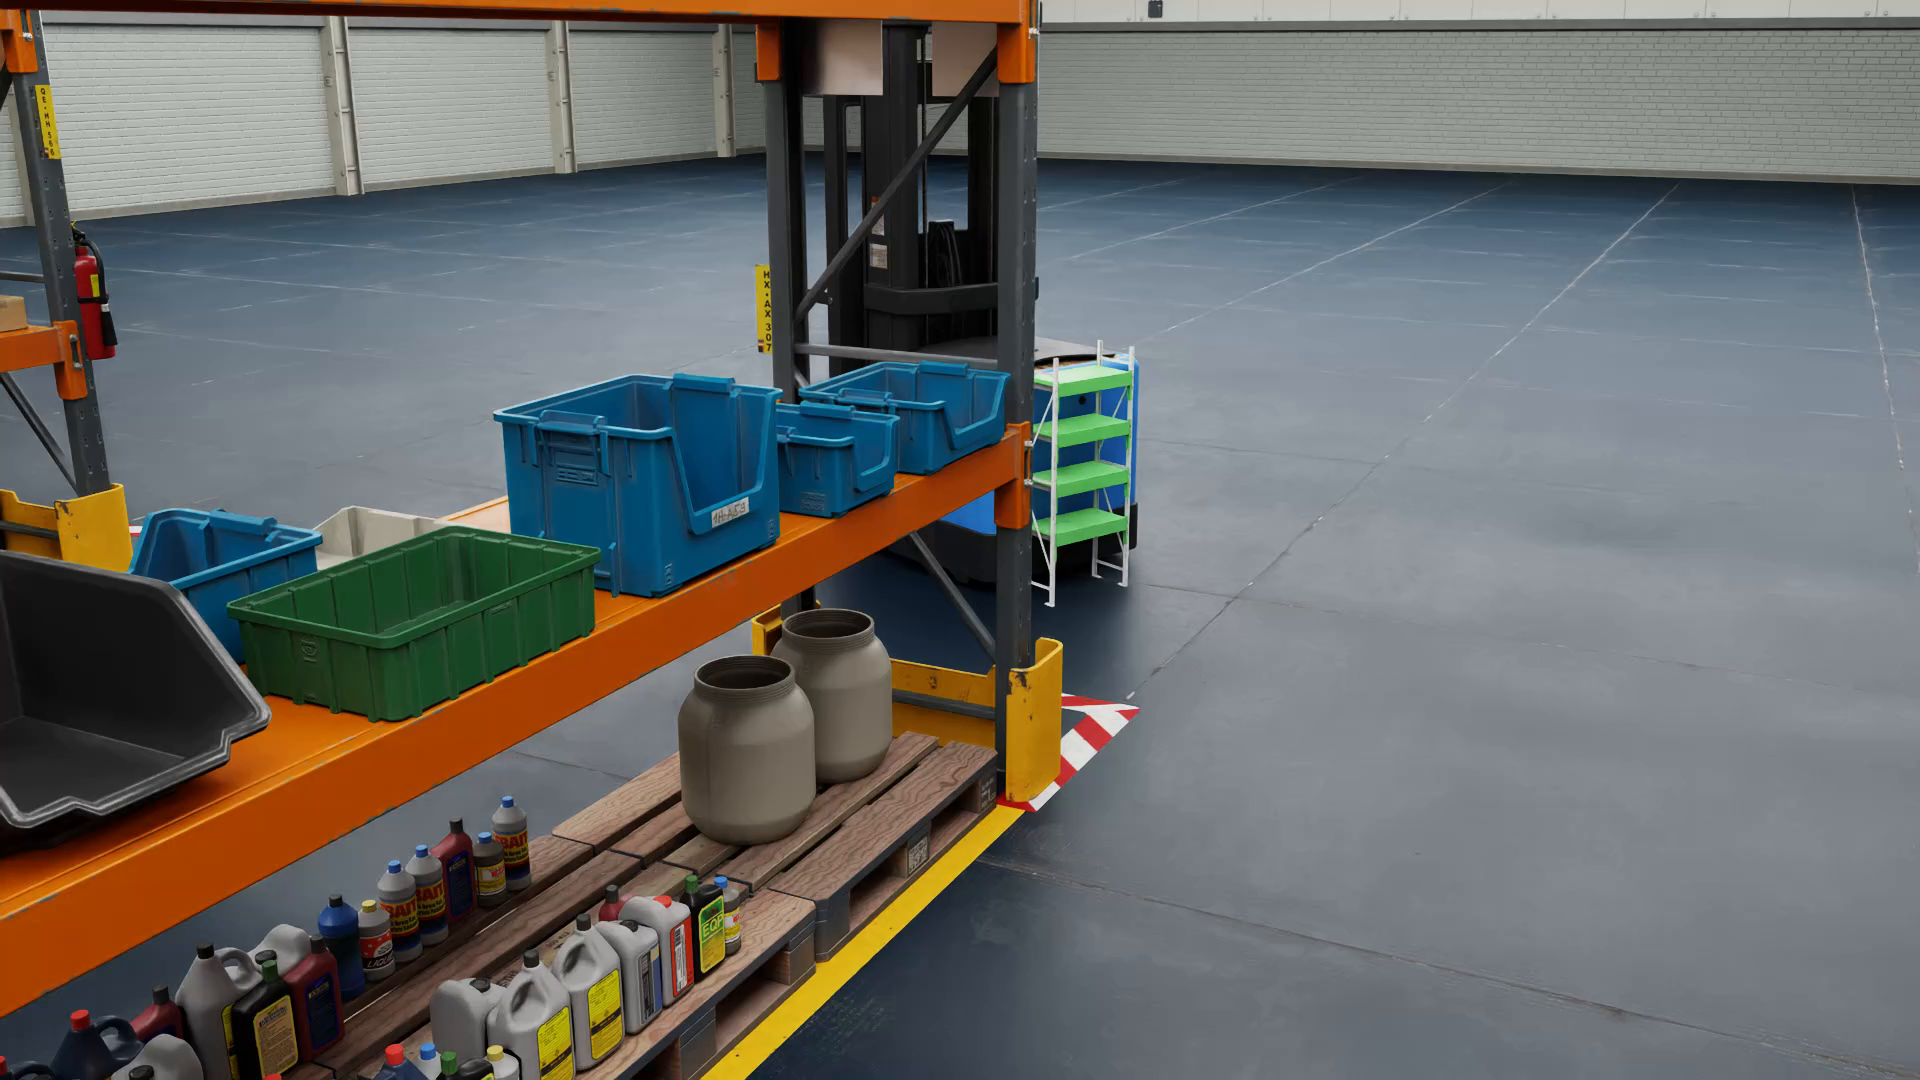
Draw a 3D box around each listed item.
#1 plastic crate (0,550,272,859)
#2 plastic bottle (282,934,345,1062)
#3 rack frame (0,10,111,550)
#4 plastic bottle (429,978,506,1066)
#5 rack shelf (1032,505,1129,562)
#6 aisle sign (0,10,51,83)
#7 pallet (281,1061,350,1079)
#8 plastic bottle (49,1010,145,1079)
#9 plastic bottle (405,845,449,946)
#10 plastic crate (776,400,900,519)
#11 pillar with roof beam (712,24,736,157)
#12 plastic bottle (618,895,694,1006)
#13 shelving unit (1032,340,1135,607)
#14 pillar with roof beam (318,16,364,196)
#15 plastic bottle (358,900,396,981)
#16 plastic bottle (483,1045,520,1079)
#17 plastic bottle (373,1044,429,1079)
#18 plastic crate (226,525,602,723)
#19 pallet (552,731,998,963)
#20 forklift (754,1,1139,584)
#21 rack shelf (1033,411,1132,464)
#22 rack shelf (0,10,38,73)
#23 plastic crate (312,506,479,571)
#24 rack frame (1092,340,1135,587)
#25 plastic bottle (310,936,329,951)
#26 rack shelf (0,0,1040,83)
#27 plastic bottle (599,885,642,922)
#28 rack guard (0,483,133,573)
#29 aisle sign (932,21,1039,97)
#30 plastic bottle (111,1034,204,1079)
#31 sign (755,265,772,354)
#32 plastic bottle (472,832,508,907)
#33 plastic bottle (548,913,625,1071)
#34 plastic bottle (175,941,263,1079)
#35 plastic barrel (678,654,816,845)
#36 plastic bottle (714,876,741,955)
[{"bbox_3d":[-1.655,0.287,2.900,0.767,0.338,0.504,8,18,25],"label":"plastic crate"},{"bbox_3d":[-1.571,1.106,4.031,0.061,0.283,0.133,8,18,25],"label":"plastic bottle"},{"bbox_3d":[-4.646,-1.275,8.049,1.000,3.000,0.127,8,18,25],"label":"rack frame"},{"bbox_3d":[-1.140,1.147,3.905,0.152,0.276,0.135,8,18,25],"label":"plastic bottle"},{"bbox_3d":[0.560,-0.034,8.100,0.480,0.148,0.258,-13,21,-37],"label":"rack shelf"},{"bbox_3d":[-4.350,-2.499,7.603,0.394,0.787,0.004,8,18,25],"label":"aisle sign"},{"bbox_3d":[-1.665,1.545,3.452,1.003,0.211,1.213,8,18,25],"label":"pallet"},{"bbox_3d":[-1.887,1.183,3.652,0.144,0.351,0.185,7,18,23],"label":"plastic bottle"},{"bbox_3d":[-1.457,0.962,4.538,0.097,0.271,0.097,0,17,0],"label":"plastic bottle"},{"bbox_3d":[-0.466,-0.243,4.836,0.499,0.251,0.408,8,18,25],"label":"plastic crate"},{"bbox_3d":[-1.815,-13.073,37.235,9.100,9.000,0.400,8,18,25],"label":"pillar with roof beam"},{"bbox_3d":[-0.781,1.034,4.285,0.152,0.276,0.135,8,18,26],"label":"plastic bottle"},{"bbox_3d":[0.560,-0.326,8.014,0.503,1.200,0.258,-13,21,-37],"label":"shelving unit"},{"bbox_3d":[-7.177,-10.017,26.944,9.100,9.000,0.400,8,18,25],"label":"pillar with roof beam"},{"bbox_3d":[-1.546,1.046,4.377,0.097,0.201,0.097,0,17,0],"label":"plastic bottle"},{"bbox_3d":[-1.039,1.235,3.742,0.097,0.201,0.097,0,17,0],"label":"plastic bottle"},{"bbox_3d":[-1.186,1.232,3.488,0.144,0.351,0.185,7,18,23],"label":"plastic bottle"},{"bbox_3d":[-1.144,0.166,3.570,0.450,0.188,0.662,8,18,25],"label":"plastic crate"},{"bbox_3d":[-0.575,0.923,5.544,1.003,0.211,1.213,8,18,25],"label":"pallet"},{"bbox_3d":[-0.398,-1.544,9.076,1.130,2.935,3.031,-13,21,-37],"label":"forklift"},{"bbox_3d":[0.560,-0.495,7.963,0.480,0.148,0.258,-13,21,-37],"label":"rack shelf"},{"bbox_3d":[-5.540,-1.859,6.009,1.077,0.370,4.000,8,18,25],"label":"rack shelf"},{"bbox_3d":[-1.504,0.055,4.035,0.530,0.136,0.437,8,18,25],"label":"plastic crate"},{"bbox_3d":[0.749,-0.370,8.161,0.015,1.200,0.240,-13,21,-37],"label":"rack frame"},{"bbox_3d":[-1.638,1.098,4.201,0.097,0.201,0.097,0,17,0],"label":"plastic bottle"},{"bbox_3d":[-1.109,-1.228,3.887,1.077,0.370,4.000,8,18,25],"label":"rack shelf"},{"bbox_3d":[-0.876,1.017,4.329,0.061,0.283,0.133,8,18,25],"label":"plastic bottle"},{"bbox_3d":[-4.680,-0.057,8.339,1.175,0.500,0.348,8,18,25],"label":"rack guard"},{"bbox_3d":[0.083,-1.872,5.491,0.394,0.787,0.004,8,18,25],"label":"aisle sign"},{"bbox_3d":[-1.743,1.232,3.620,0.152,0.276,0.135,8,18,25],"label":"plastic bottle"},{"bbox_3d":[-0.705,-0.849,6.127,0.100,0.325,0.005,8,18,25],"label":"sign"},{"bbox_3d":[-1.350,0.934,4.753,0.097,0.201,0.097,0,17,0],"label":"plastic bottle"},{"bbox_3d":[-0.913,1.076,4.012,0.144,0.351,0.185,9,19,28],"label":"plastic bottle"},{"bbox_3d":[-1.743,1.101,3.929,0.144,0.351,0.185,8,18,25],"label":"plastic bottle"},{"bbox_3d":[-0.665,0.652,5.195,0.421,0.512,0.421,0,17,0],"label":"plastic barrel"},{"bbox_3d":[-0.644,1.009,4.500,0.097,0.201,0.097,0,17,0],"label":"plastic bottle"}]
